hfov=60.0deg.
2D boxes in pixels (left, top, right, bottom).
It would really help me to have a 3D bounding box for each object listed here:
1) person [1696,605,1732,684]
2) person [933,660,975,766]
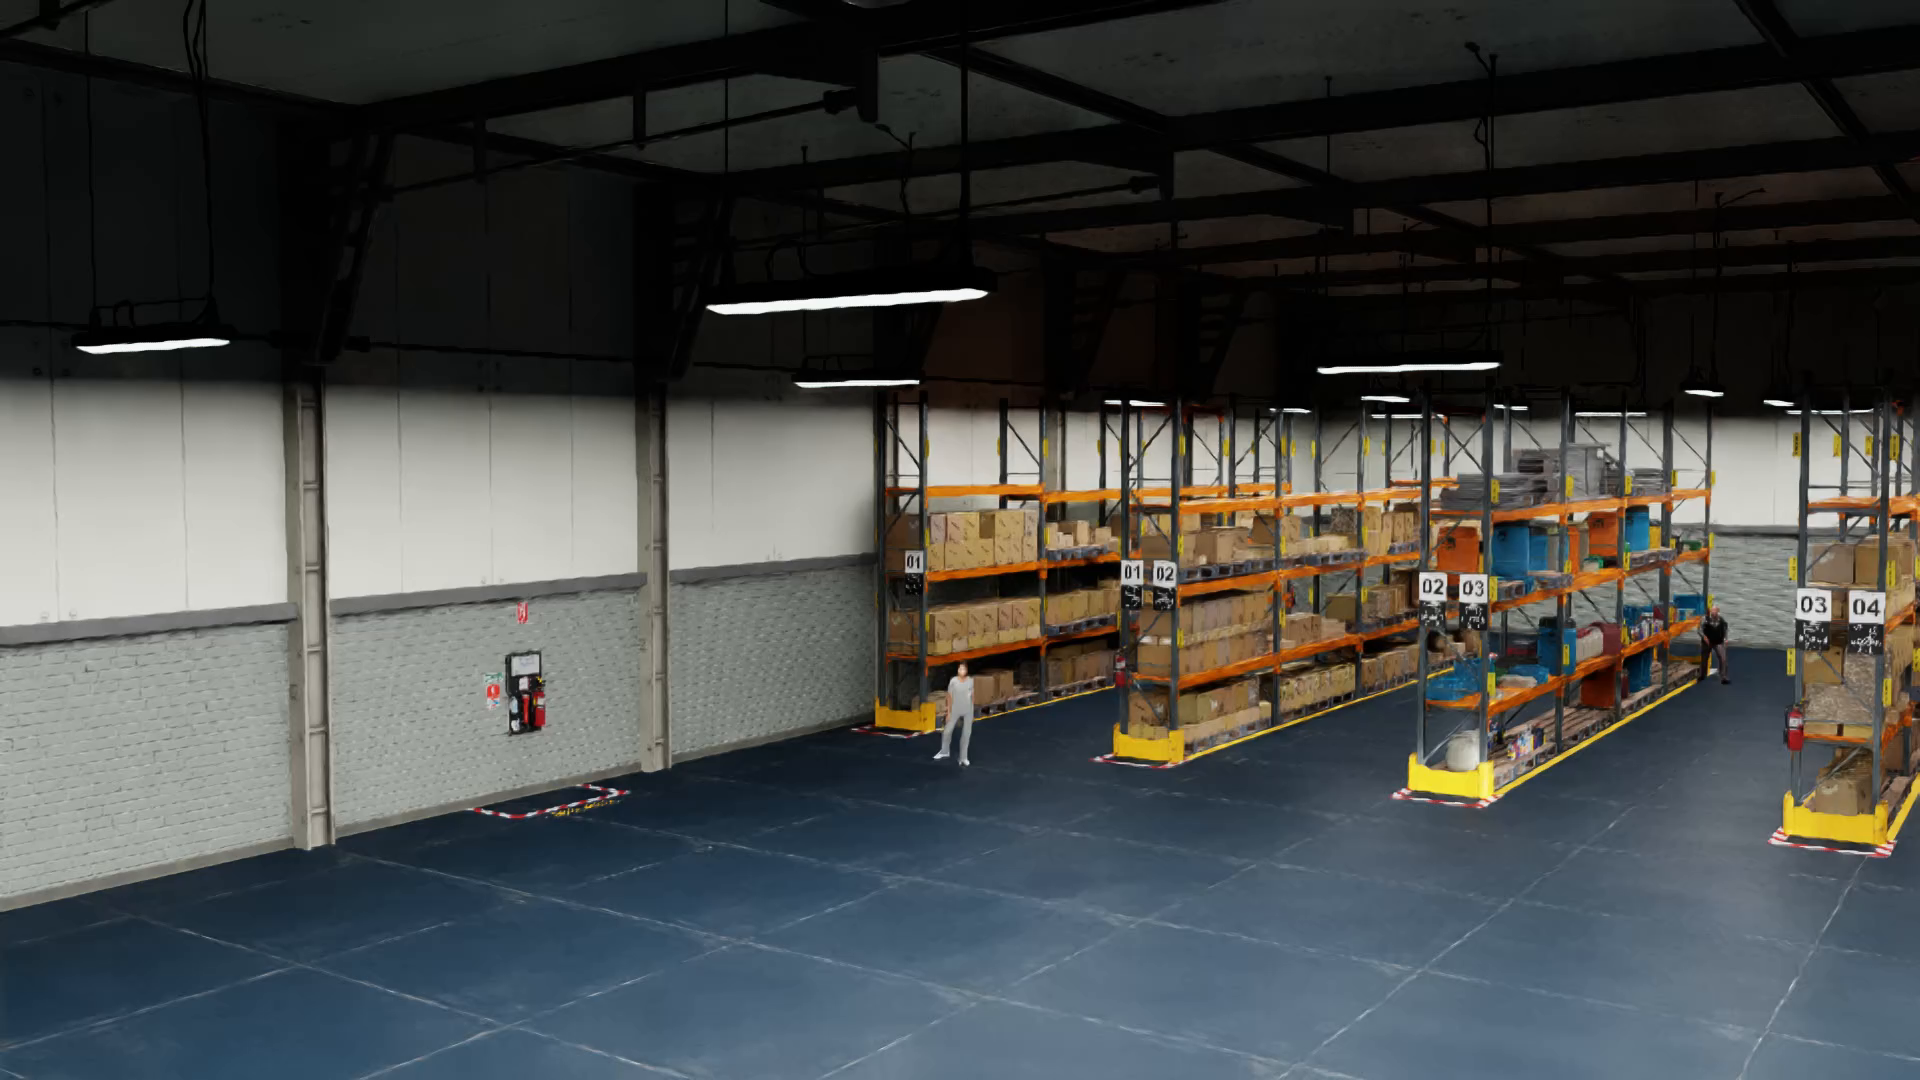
[{"bbox_3d":[16.048,2.202,35.413,0.683,1.661,0.837,1,3,18],"label":"person"},{"bbox_3d":[-0.093,2.714,26.252,0.648,1.664,0.498,0,3,-7],"label":"person"}]
